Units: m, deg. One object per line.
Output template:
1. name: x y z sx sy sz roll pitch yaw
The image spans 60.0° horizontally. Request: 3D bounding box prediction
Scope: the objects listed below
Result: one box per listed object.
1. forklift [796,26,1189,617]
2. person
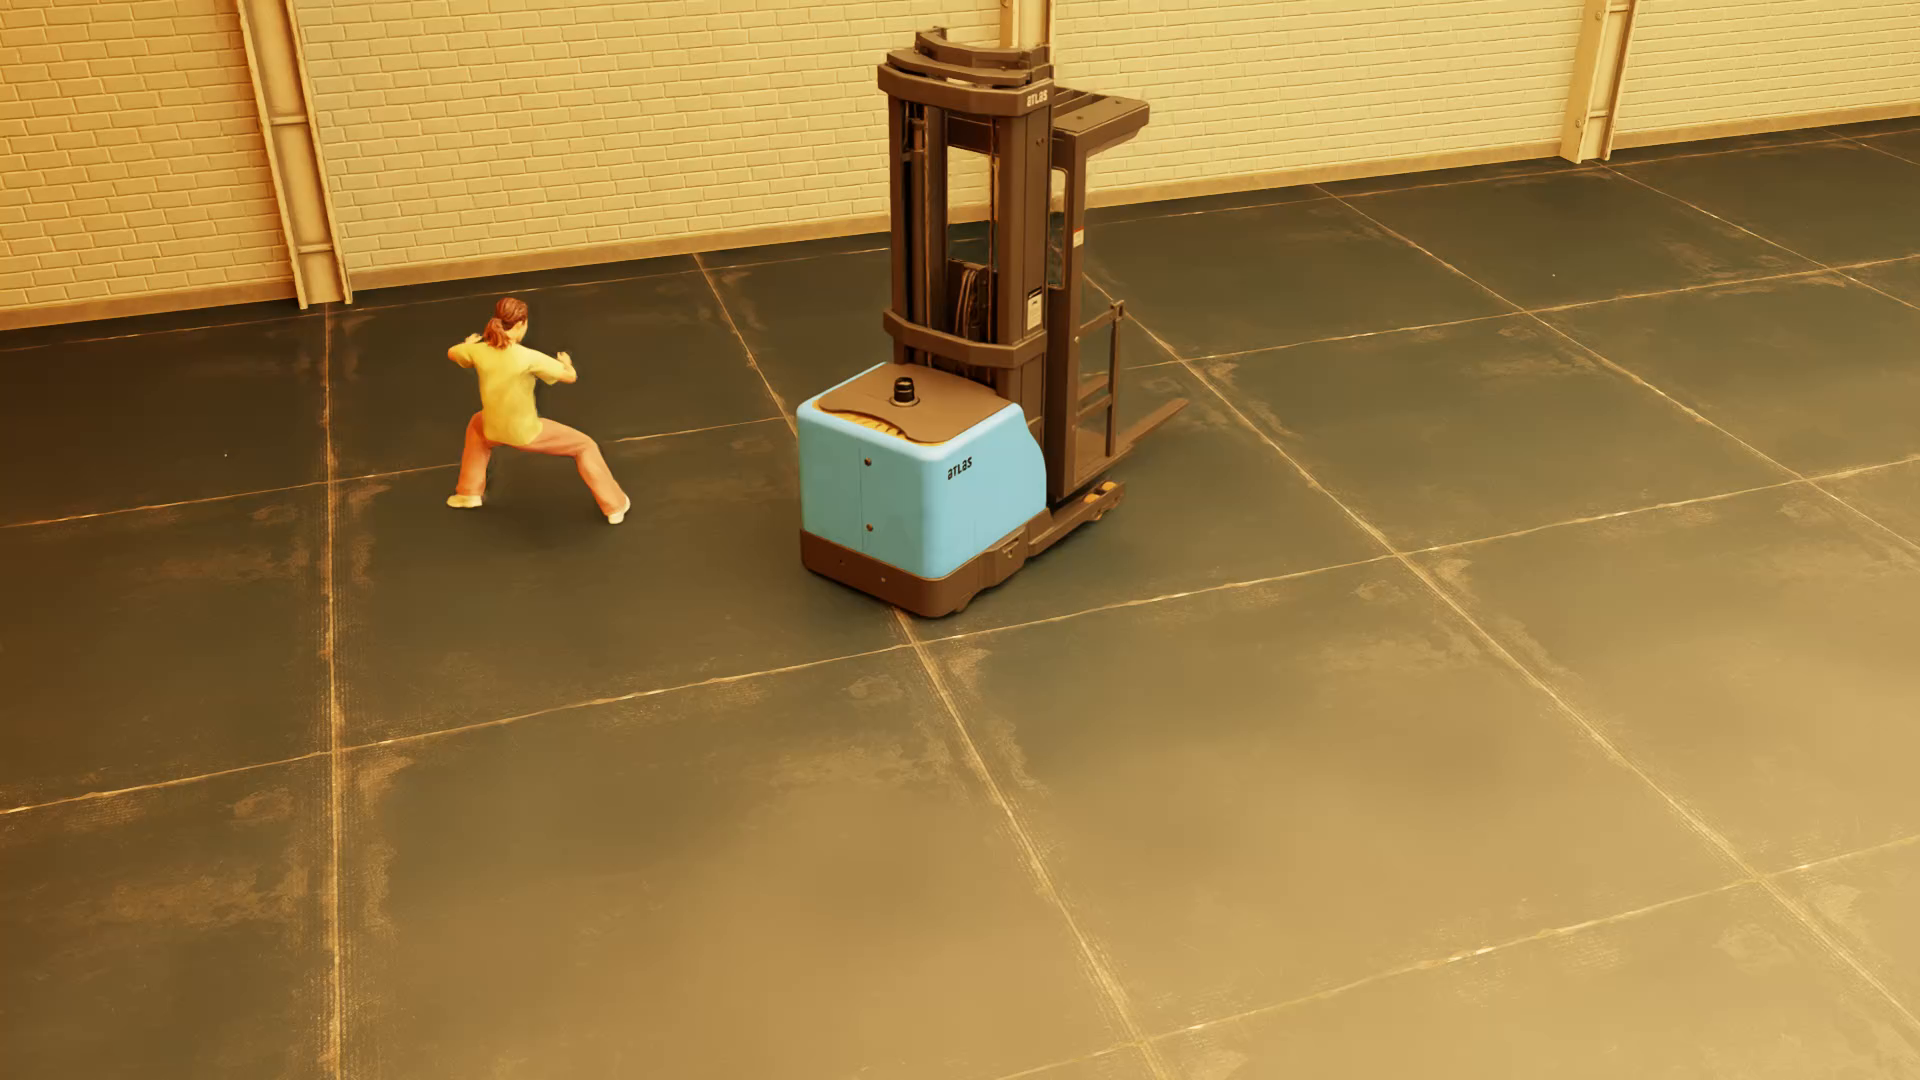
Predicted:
1. forklift: 0.367 -1.521 9.731 1.130 2.935 3.031 21 36 32
2. person: -2.619 -0.790 9.946 1.121 1.448 0.620 8 31 14
